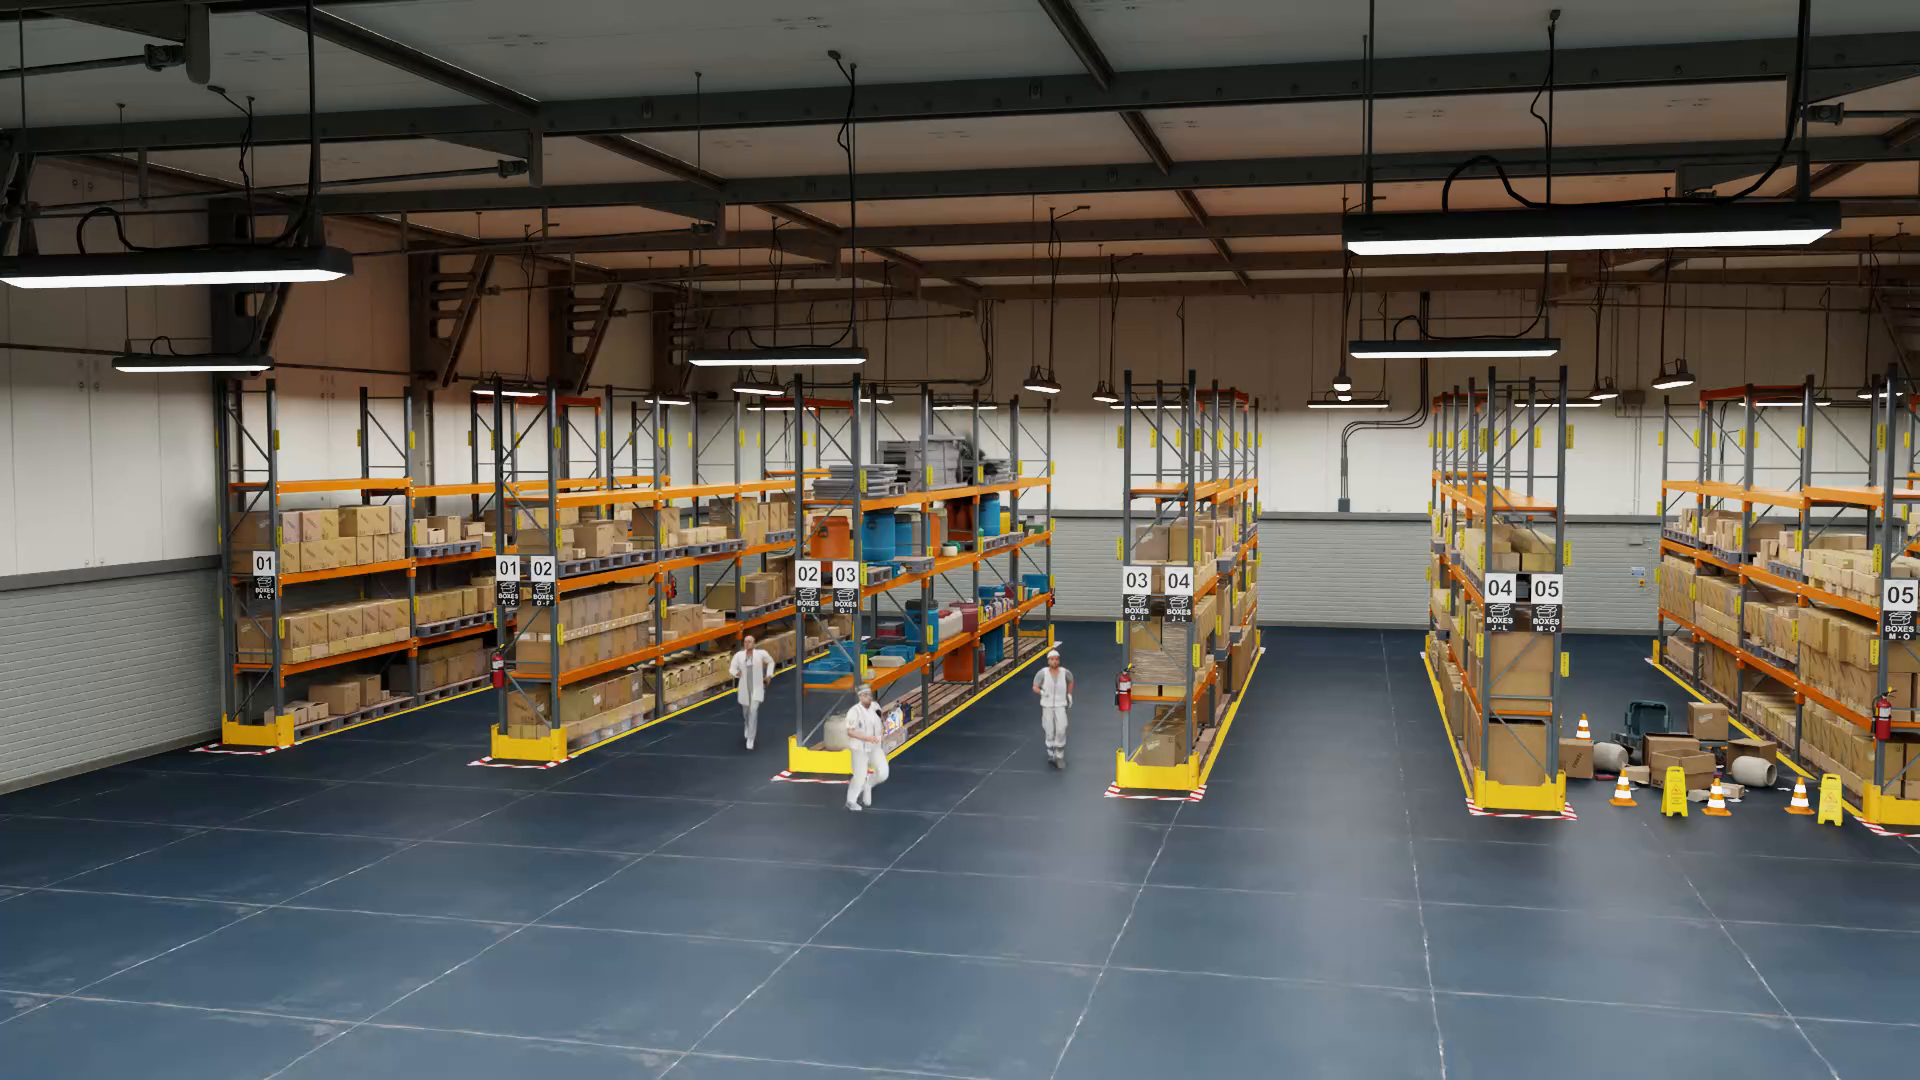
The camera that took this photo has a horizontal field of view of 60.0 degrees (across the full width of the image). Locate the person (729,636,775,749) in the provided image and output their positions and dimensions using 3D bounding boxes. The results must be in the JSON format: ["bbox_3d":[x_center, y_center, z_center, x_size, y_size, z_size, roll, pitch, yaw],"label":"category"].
[{"bbox_3d":[-3.433,2.464,27.421,0.720,1.801,1.061,0,3,6],"label":"person"}]

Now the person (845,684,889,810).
[{"bbox_3d":[-1.231,2.785,22.356,0.688,1.737,0.772,-2,4,-36],"label":"person"}]

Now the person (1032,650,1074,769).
[{"bbox_3d":[1.426,2.594,25.464,0.635,1.825,0.749,0,3,3],"label":"person"}]
